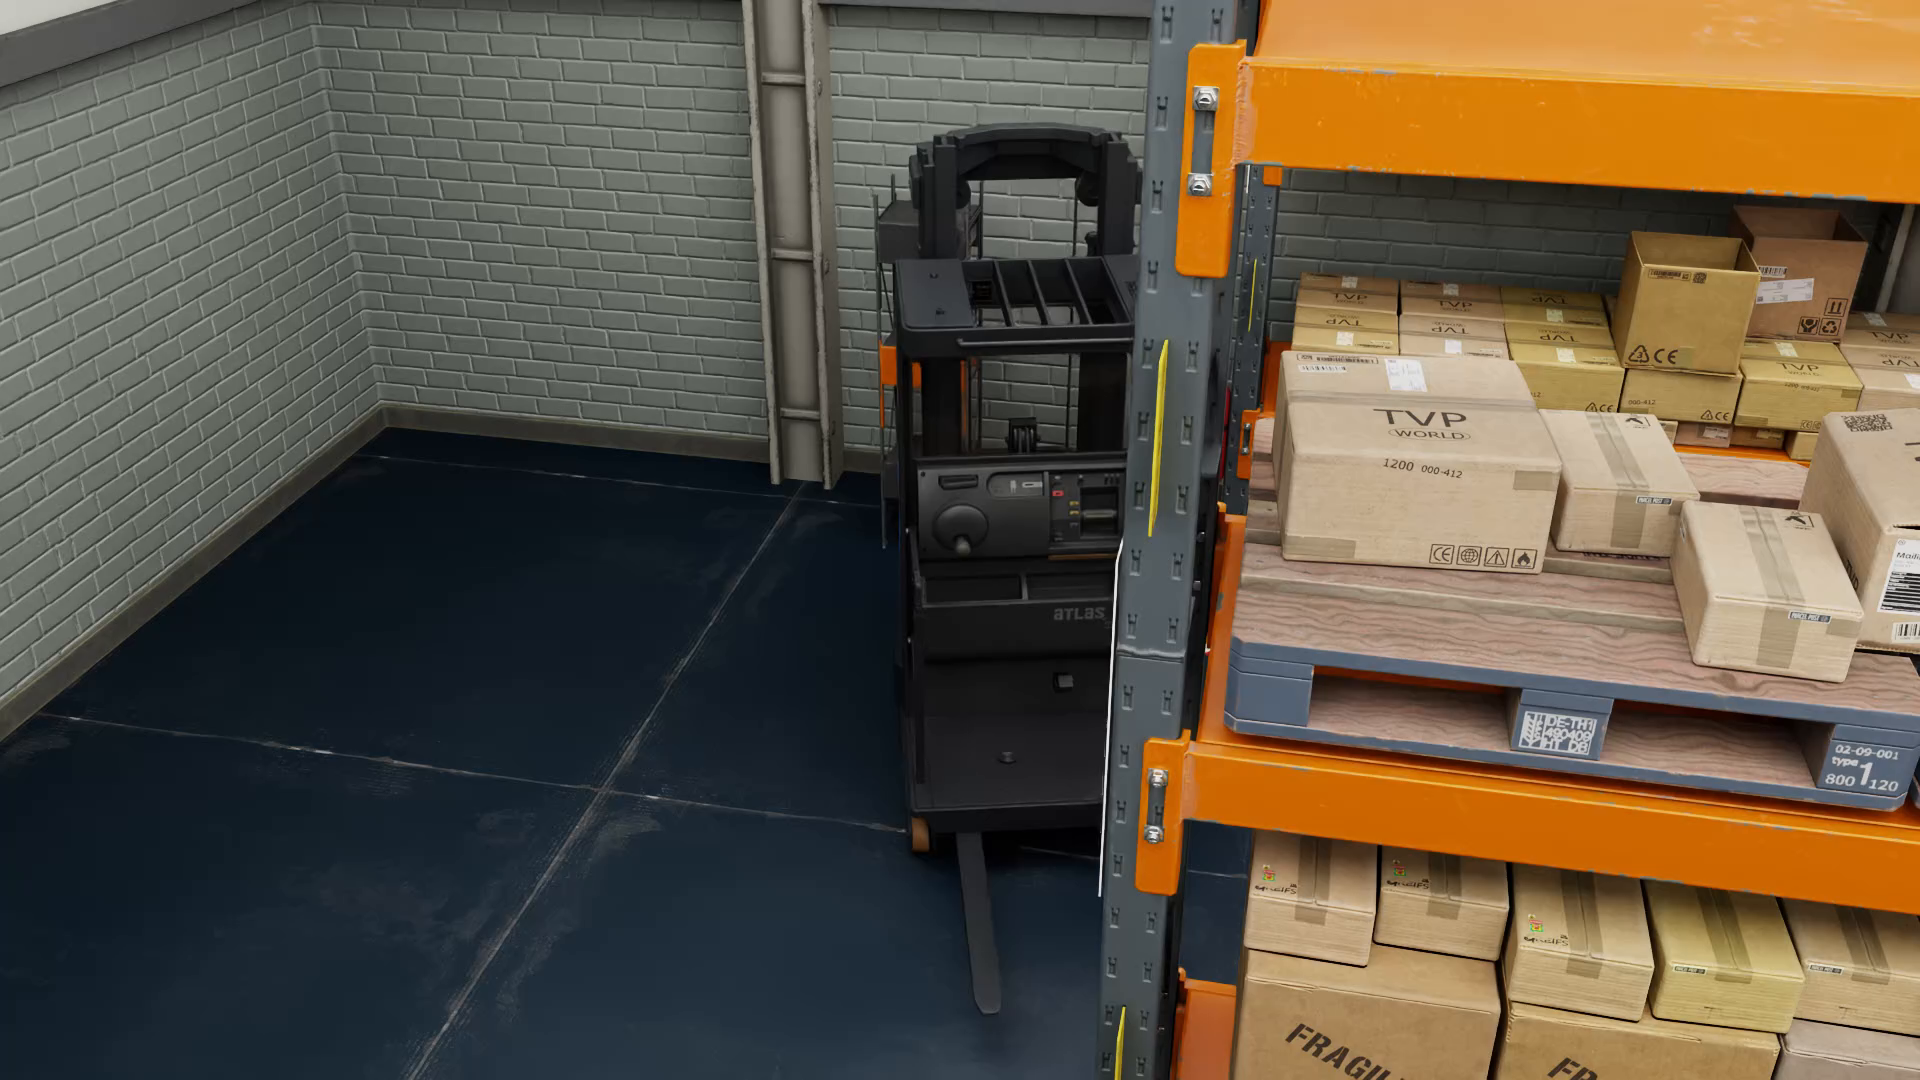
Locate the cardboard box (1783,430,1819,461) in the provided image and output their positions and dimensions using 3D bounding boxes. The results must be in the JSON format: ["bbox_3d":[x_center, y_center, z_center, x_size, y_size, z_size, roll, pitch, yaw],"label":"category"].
[{"bbox_3d":[4.013,-0.512,7.823,0.250,0.149,0.380,5,29,10],"label":"cardboard box"}]

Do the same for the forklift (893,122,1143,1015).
[{"bbox_3d":[0.304,-0.087,6.856,1.130,2.935,3.031,-2,29,-4],"label":"forklift"}]

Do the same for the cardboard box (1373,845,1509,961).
[{"bbox_3d":[1.019,0.695,3.536,0.250,0.149,0.380,7,29,12],"label":"cardboard box"}]

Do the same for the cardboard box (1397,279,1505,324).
[{"bbox_3d":[2.500,-1.119,8.516,0.500,0.250,0.500,6,29,11],"label":"cardboard box"}]

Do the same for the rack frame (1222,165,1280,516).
[{"bbox_3d":[1.491,-1.028,8.504,0.127,3.000,1.000,6,29,11],"label":"rack frame"}]

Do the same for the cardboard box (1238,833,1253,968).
[{"bbox_3d":[0.979,0.758,4.097,0.500,0.500,0.500,7,29,12],"label":"cardboard box"}]

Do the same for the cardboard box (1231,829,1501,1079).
[{"bbox_3d":[0.868,1.003,3.649,0.500,0.500,0.500,5,29,9],"label":"cardboard box"}]

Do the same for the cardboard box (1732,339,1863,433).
[{"bbox_3d":[3.876,-0.727,7.802,0.500,0.250,0.500,6,29,10],"label":"cardboard box"}]

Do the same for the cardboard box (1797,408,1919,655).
[{"bbox_3d":[1.911,-0.028,3.105,0.500,0.311,0.500,6,29,11],"label":"cardboard box"}]

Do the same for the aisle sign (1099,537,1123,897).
[{"bbox_3d":[0.327,0.292,3.385,0.004,0.787,0.394,6,29,11],"label":"aisle sign"}]

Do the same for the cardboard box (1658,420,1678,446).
[{"bbox_3d":[3.266,-0.587,7.959,0.250,0.149,0.380,7,29,12],"label":"cardboard box"}]

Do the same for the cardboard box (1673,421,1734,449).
[{"bbox_3d":[3.533,-0.593,7.971,0.250,0.149,0.380,6,29,10],"label":"cardboard box"}]

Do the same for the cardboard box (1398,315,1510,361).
[{"bbox_3d":[2.371,-0.870,8.062,0.500,0.250,0.500,6,29,11],"label":"cardboard box"}]

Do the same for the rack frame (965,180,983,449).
[{"bbox_3d":[0.077,-0.913,9.231,0.015,2.100,0.400,6,29,11],"label":"rack frame"}]

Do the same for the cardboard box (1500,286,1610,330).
[{"bbox_3d":[2.983,-1.067,8.422,0.500,0.250,0.500,7,29,12],"label":"cardboard box"}]

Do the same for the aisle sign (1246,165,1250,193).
[{"bbox_3d":[1.363,-2.037,7.640,0.004,0.787,0.394,6,29,11],"label":"aisle sign"}]

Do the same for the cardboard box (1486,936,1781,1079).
[{"bbox_3d":[1.375,1.052,3.560,0.500,0.500,0.500,5,29,9],"label":"cardboard box"}]

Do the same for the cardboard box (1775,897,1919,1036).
[{"bbox_3d":[1.778,0.794,3.354,0.250,0.149,0.380,6,29,11],"label":"cardboard box"}]

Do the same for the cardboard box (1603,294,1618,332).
[{"bbox_3d":[3.495,-1.014,8.326,0.500,0.250,0.500,6,29,10],"label":"cardboard box"}]

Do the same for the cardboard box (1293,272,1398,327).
[{"bbox_3d":[1.996,-1.171,8.612,0.500,0.250,0.500,7,29,12],"label":"cardboard box"}]

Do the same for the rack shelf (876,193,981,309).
[{"bbox_3d":[-0.162,-1.540,8.946,0.480,0.518,0.431,6,29,11],"label":"rack shelf"}]

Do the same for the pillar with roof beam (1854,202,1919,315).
[{"bbox_3d":[4.011,-1.730,3.538,0.400,9.000,9.100,6,29,11],"label":"pillar with roof beam"}]

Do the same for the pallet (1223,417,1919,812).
[{"bbox_3d":[1.186,0.096,3.419,1.213,0.211,1.003,6,29,11],"label":"pallet"}]

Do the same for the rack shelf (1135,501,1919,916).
[{"bbox_3d":[2.414,0.504,3.331,4.000,0.370,1.077,6,29,11],"label":"rack shelf"}]

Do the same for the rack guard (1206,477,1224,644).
[{"bbox_3d":[1.565,0.076,9.090,0.348,0.500,1.175,6,29,11],"label":"rack guard"}]

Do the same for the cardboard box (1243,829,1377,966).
[{"bbox_3d":[0.747,0.702,3.523,0.250,0.149,0.380,6,29,12],"label":"cardboard box"}]

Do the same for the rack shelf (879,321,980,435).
[{"bbox_3d":[-0.162,-0.926,9.283,0.480,0.518,0.431,6,29,11],"label":"rack shelf"}]

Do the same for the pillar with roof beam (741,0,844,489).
[{"bbox_3d":[-1.857,-2.331,4.637,0.400,9.000,9.100,6,29,11],"label":"pillar with roof beam"}]

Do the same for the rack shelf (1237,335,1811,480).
[{"bbox_3d":[3.447,-0.512,8.310,4.000,0.370,1.077,6,29,11],"label":"rack shelf"}]

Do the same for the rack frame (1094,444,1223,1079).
[{"bbox_3d":[0.458,1.304,4.245,0.127,3.000,1.000,6,29,11],"label":"rack frame"}]

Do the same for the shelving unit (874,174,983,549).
[{"bbox_3d":[-0.162,-0.938,9.276,0.503,2.100,0.431,6,29,11],"label":"shelving unit"}]

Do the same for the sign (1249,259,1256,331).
[{"bbox_3d":[1.378,-1.153,7.831,0.005,0.325,0.100,6,29,11],"label":"sign"}]

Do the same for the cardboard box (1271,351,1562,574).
[{"bbox_3d":[0.917,-0.172,3.431,0.500,0.250,0.500,3,29,6],"label":"cardboard box"}]

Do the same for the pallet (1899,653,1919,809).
[{"bbox_3d":[2.382,0.217,3.198,1.213,0.211,1.003,6,29,11],"label":"pallet"}]

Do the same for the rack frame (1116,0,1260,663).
[{"bbox_3d":[0.458,-1.328,2.805,0.127,3.000,1.000,6,29,11],"label":"rack frame"}]

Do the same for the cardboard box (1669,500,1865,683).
[{"bbox_3d":[1.474,0.087,3.064,0.250,0.149,0.380,7,29,12],"label":"cardboard box"}]

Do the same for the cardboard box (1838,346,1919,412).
[{"bbox_3d":[4.361,-0.671,7.699,0.500,0.250,0.500,6,29,11],"label":"cardboard box"}]

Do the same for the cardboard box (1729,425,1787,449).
[{"bbox_3d":[3.784,-0.590,7.966,0.250,0.149,0.380,6,29,11],"label":"cardboard box"}]

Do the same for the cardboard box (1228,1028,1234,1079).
[{"bbox_3d":[0.867,1.443,3.887,0.500,0.500,0.500,6,29,10],"label":"cardboard box"}]

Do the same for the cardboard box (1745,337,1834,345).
[{"bbox_3d":[3.979,-0.968,8.240,0.500,0.250,0.500,6,29,12],"label":"cardboard box"}]

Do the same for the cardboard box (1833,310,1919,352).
[{"bbox_3d":[4.483,-0.915,8.144,0.500,0.250,0.500,6,29,10],"label":"cardboard box"}]

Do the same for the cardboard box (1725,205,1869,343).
[{"bbox_3d":[4.002,-1.295,8.057,0.500,0.500,0.500,5,29,9],"label":"cardboard box"}]

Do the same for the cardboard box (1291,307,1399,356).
[{"bbox_3d":[1.878,-0.921,8.154,0.500,0.250,0.500,6,29,11],"label":"cardboard box"}]

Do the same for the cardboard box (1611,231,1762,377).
[{"bbox_3d":[3.345,-1.099,7.700,0.500,0.500,0.500,7,29,12],"label":"cardboard box"}]

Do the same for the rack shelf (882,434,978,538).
[{"bbox_3d":[-0.162,-0.312,9.619,0.480,0.518,0.431,6,29,11],"label":"rack shelf"}]

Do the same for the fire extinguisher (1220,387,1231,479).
[{"bbox_3d":[1.251,-0.628,8.243,0.183,0.674,0.296,6,29,11],"label":"fire extinguisher"}]

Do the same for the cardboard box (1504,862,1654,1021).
[{"bbox_3d":[1.249,0.775,3.390,0.250,0.149,0.380,7,29,12],"label":"cardboard box"}]

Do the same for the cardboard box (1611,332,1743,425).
[{"bbox_3d":[3.372,-0.780,7.897,0.500,0.250,0.500,5,29,9],"label":"cardboard box"}]

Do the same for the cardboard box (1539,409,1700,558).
[{"bbox_3d":[1.344,-0.123,3.447,0.250,0.149,0.380,4,29,7],"label":"cardboard box"}]

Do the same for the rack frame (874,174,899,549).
[{"bbox_3d":[-0.401,-0.962,9.321,0.015,2.100,0.400,6,29,11],"label":"rack frame"}]

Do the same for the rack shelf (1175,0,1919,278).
[{"bbox_3d":[2.414,-0.636,2.707,4.000,0.370,1.077,6,29,11],"label":"rack shelf"}]

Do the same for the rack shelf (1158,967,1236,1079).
[{"bbox_3d":[2.414,1.820,4.052,4.000,0.370,1.077,6,29,11],"label":"rack shelf"}]

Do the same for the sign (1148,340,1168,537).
[{"bbox_3d":[0.336,-0.170,2.821,0.005,0.325,0.100,6,29,11],"label":"sign"}]

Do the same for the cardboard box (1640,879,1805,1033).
[{"bbox_3d":[1.510,0.793,3.357,0.250,0.149,0.380,5,29,9],"label":"cardboard box"}]

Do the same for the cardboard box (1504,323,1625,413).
[{"bbox_3d":[2.868,-0.821,7.972,0.500,0.250,0.500,5,29,10],"label":"cardboard box"}]

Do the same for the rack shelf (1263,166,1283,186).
[{"bbox_3d":[3.447,-1.828,7.590,4.000,0.370,1.077,6,29,11],"label":"rack shelf"}]

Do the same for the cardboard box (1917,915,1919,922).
[{"bbox_3d":[2.013,0.839,3.273,0.250,0.149,0.380,6,29,11],"label":"cardboard box"}]

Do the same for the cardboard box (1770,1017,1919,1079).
[{"bbox_3d":[1.880,1.100,3.473,0.500,0.500,0.500,6,29,10],"label":"cardboard box"}]

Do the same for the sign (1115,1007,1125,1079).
[{"bbox_3d":[0.336,1.149,3.543,0.005,0.325,0.100,6,29,11],"label":"sign"}]
